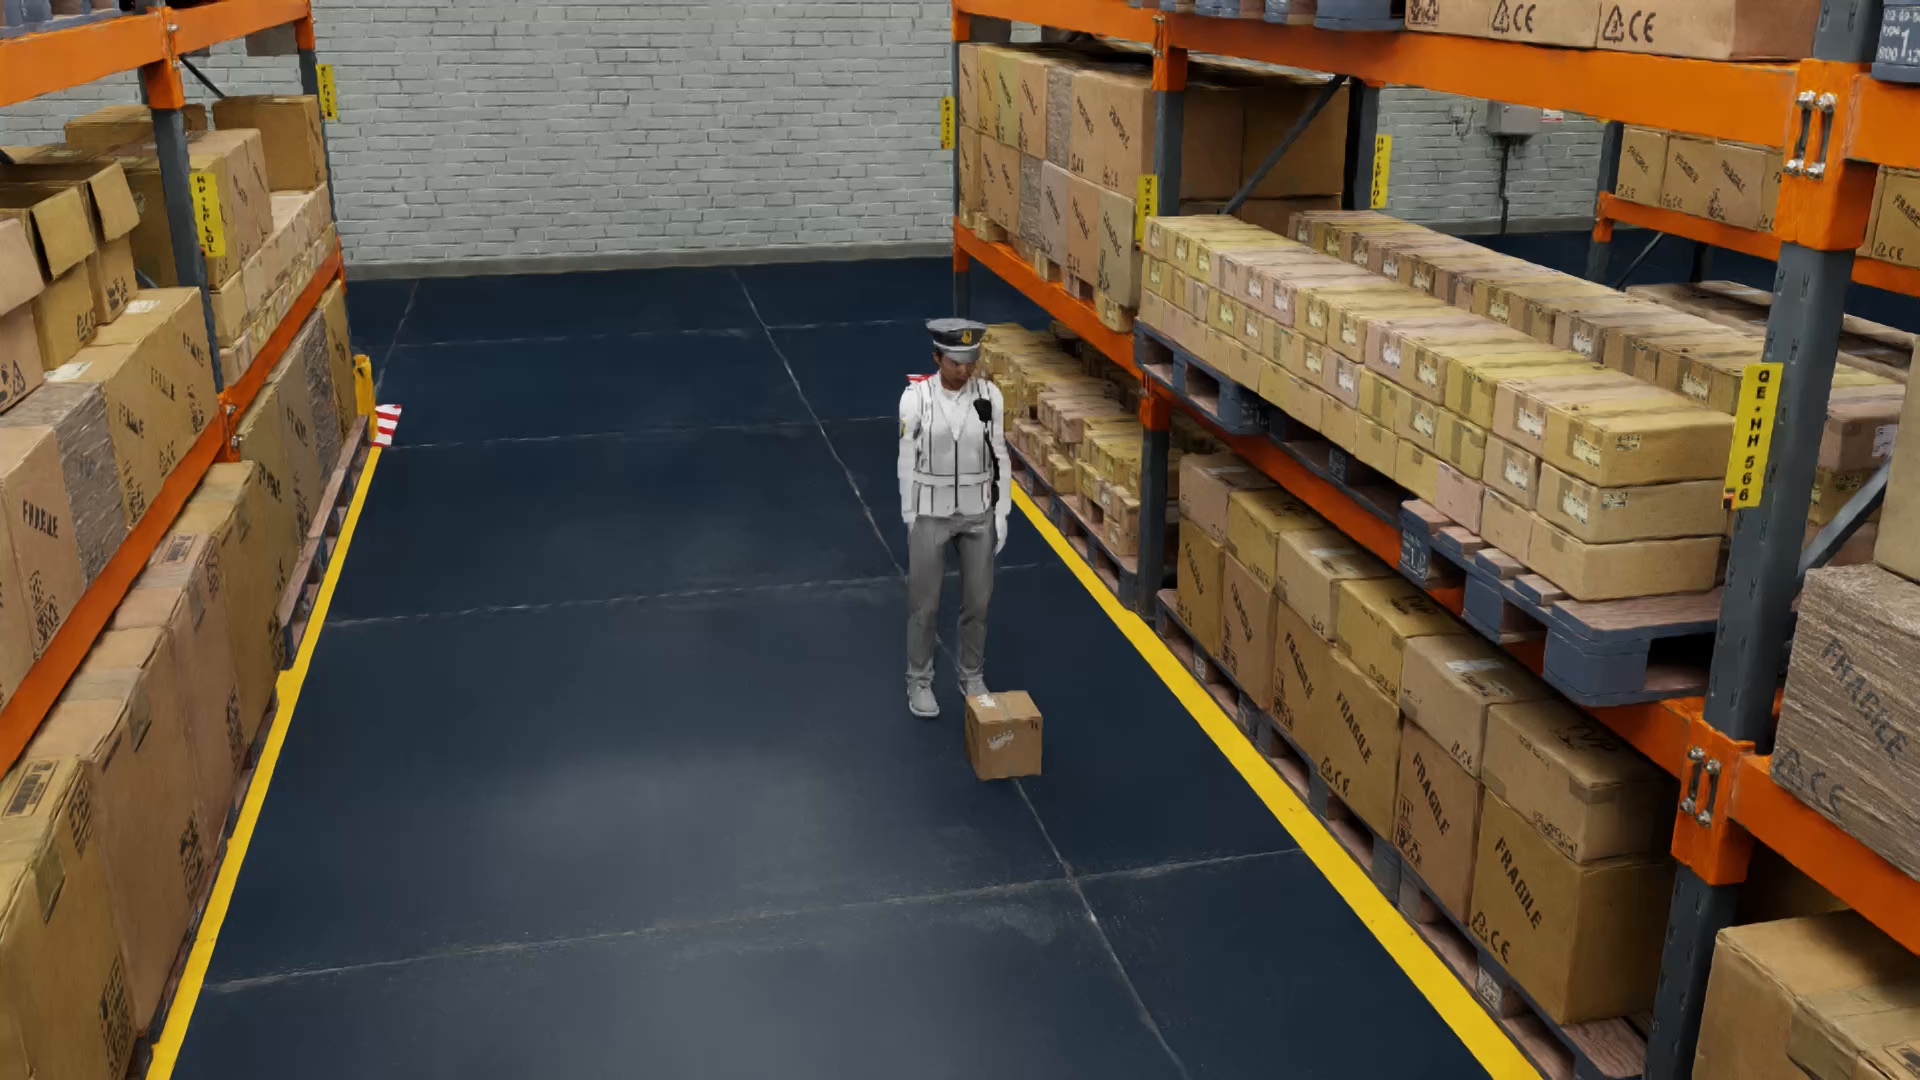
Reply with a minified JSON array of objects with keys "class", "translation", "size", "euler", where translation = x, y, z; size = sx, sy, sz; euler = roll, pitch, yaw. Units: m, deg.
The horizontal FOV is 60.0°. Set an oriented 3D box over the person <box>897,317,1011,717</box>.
[{"class":"person","translation":[-0.016,-0.087,6.821],"size":[0.469,1.663,0.328],"euler":[-4,20,-12]}]
